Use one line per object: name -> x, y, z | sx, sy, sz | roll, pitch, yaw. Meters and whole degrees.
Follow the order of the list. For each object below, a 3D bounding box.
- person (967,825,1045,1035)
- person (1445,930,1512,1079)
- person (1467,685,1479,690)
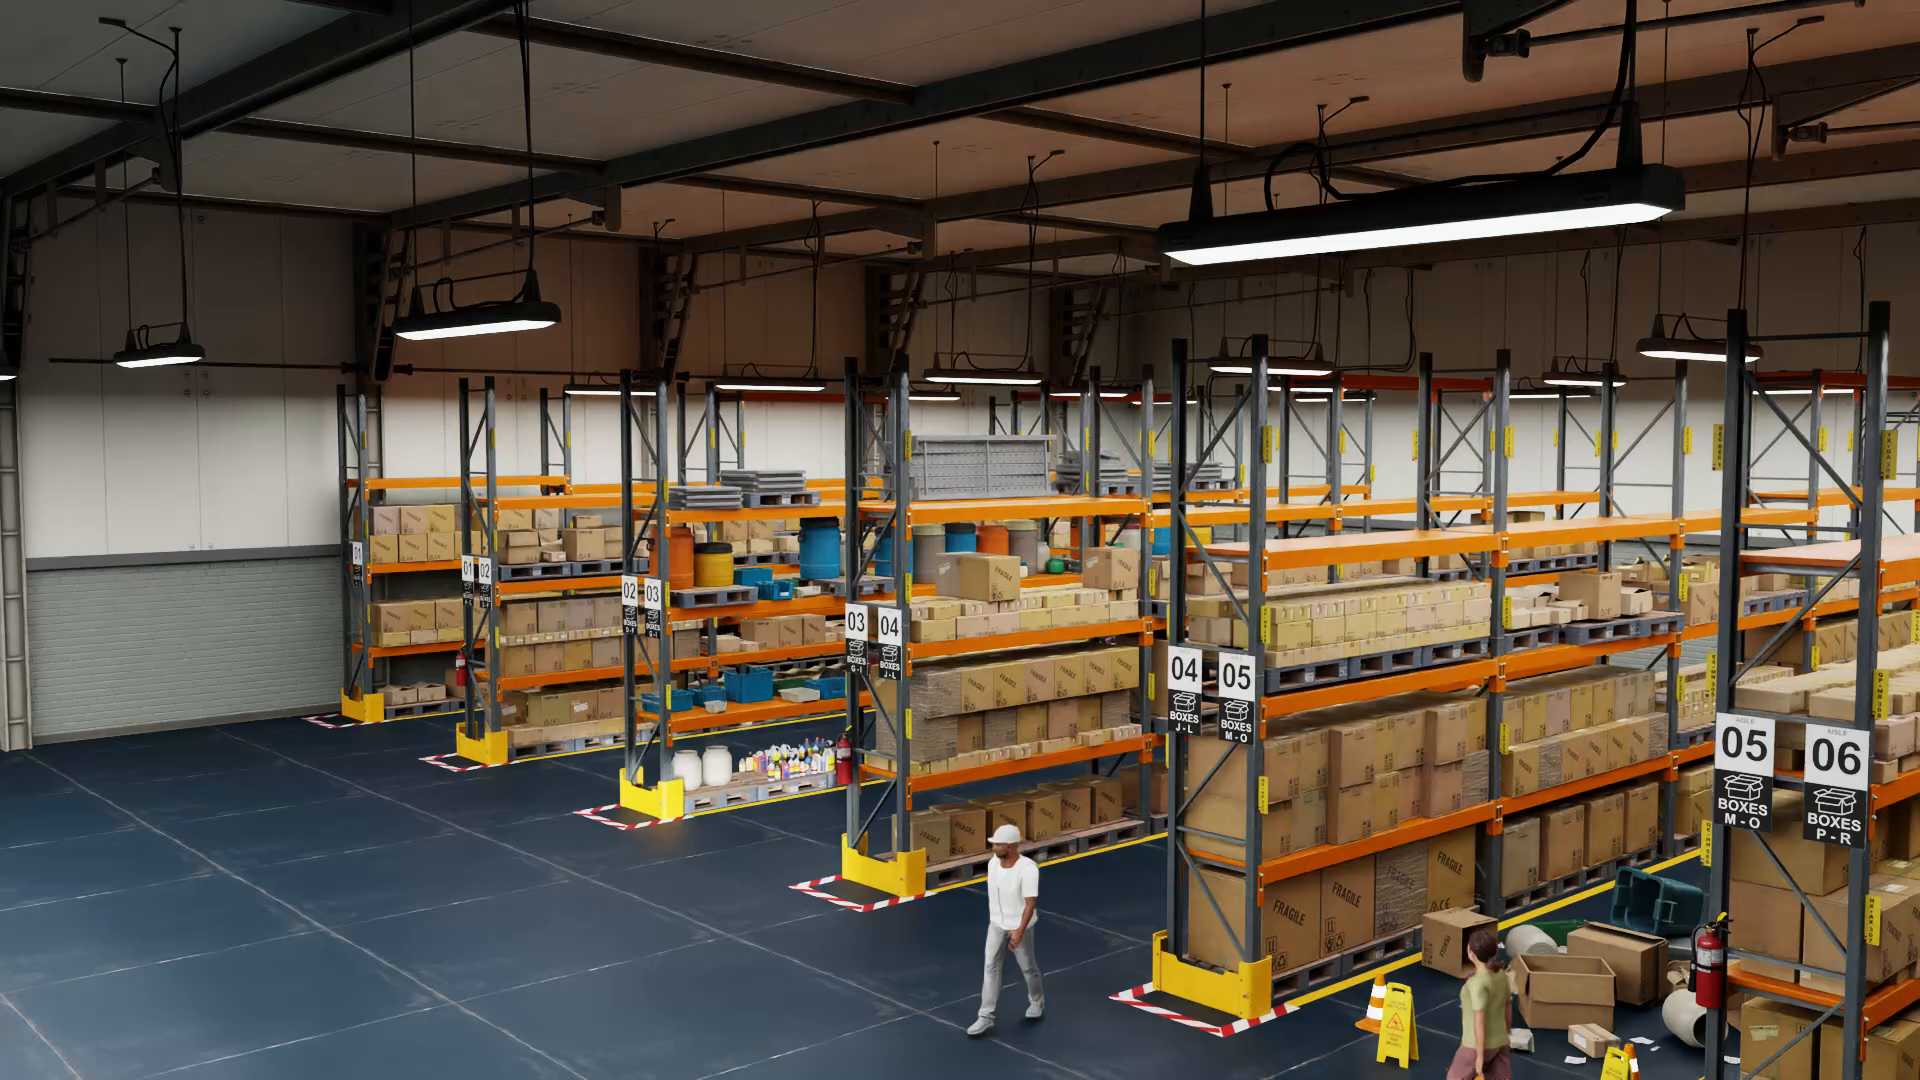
person -> 0.400, 3.327, 14.385 | 0.599, 1.722, 0.930 | 3, 5, 38
person -> 3.760, 3.573, 11.693 | 0.489, 1.628, 0.953 | -3, 5, -41
person -> 6.934, 2.834, 22.549 | 0.632, 1.747, 0.591 | -2, 4, -23
